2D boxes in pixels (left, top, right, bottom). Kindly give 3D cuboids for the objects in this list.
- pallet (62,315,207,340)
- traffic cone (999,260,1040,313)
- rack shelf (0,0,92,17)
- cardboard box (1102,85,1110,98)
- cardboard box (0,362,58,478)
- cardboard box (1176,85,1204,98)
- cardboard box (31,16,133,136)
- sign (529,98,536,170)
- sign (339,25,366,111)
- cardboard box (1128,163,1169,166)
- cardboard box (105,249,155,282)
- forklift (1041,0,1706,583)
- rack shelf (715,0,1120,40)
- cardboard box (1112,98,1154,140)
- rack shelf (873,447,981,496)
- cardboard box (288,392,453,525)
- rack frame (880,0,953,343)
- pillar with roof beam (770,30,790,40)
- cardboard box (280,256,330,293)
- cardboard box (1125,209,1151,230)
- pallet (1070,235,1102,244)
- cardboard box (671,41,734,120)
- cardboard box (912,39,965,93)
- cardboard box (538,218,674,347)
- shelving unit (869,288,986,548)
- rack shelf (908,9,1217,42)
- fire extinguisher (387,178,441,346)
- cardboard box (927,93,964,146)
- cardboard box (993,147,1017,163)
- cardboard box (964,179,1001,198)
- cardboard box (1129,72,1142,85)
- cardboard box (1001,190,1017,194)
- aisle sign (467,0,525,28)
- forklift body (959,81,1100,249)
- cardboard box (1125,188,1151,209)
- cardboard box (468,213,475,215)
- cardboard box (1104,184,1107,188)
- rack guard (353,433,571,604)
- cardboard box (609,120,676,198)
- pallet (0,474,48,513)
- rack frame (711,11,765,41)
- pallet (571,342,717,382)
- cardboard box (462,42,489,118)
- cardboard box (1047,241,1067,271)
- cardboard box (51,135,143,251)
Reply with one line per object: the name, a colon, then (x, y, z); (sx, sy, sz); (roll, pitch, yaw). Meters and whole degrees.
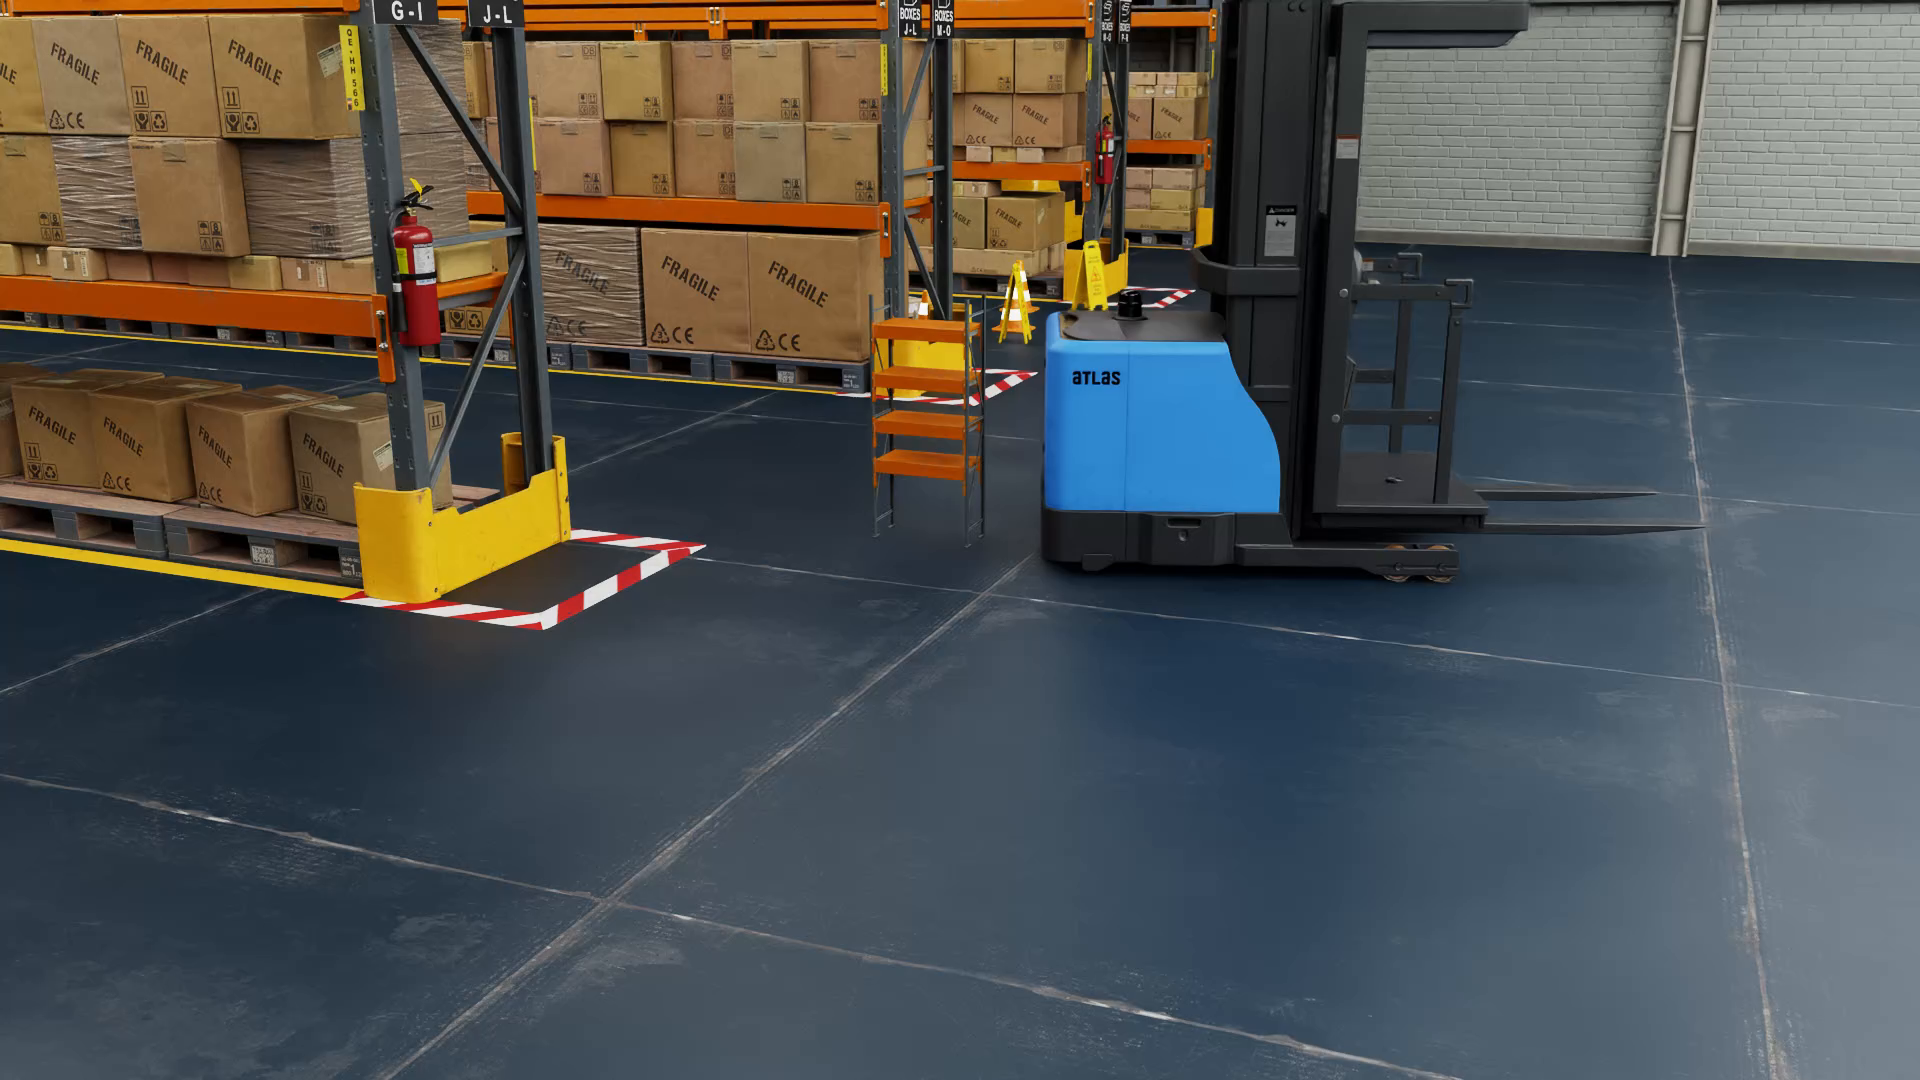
pallet: (-7.027, -1.974, 14.596); (1.213, 0.211, 1.003); (6, 17, 21)
traffic cone: (0.558, -2.381, 15.544); (0.334, 0.463, 0.336); (6, 17, 21)
rack shelf: (-9.593, -4.713, 14.939); (4.000, 0.370, 1.077); (6, 17, 21)
cardboard box: (1.864, -5.604, 20.753); (0.250, 0.149, 0.380); (6, 17, 19)
cardboard box: (-5.033, -0.622, 8.665); (0.500, 0.500, 0.500); (13, 21, 38)
cardboard box: (2.824, -5.500, 20.394); (0.250, 0.149, 0.380); (7, 17, 21)
cardboard box: (-3.739, -2.084, 7.465); (0.500, 0.500, 0.500); (6, 17, 21)
sign: (-2.006, -1.876, 7.702); (0.005, 0.325, 0.100); (6, 17, 21)
sign: (-2.427, -1.885, 6.643); (0.005, 0.325, 0.100); (6, 17, 21)
cardboard box: (2.405, -4.687, 21.323); (0.500, 0.250, 0.500); (6, 17, 21)
cardboard box: (-3.715, -1.298, 7.715); (0.250, 0.149, 0.380); (6, 17, 21)
forklift: (1.909, -1.367, 7.625); (3.031, 2.935, 1.130); (1, 16, 2)
rack shelf: (-0.429, -5.189, 16.578); (4.000, 0.370, 1.077); (6, 17, 21)
cardboard box: (2.216, -5.263, 20.743); (0.500, 0.500, 0.500); (7, 18, 22)
rack shelf: (-0.154, -0.338, 8.139); (0.480, 0.148, 0.258); (6, 17, 21)
cardboard box: (-2.780, -0.389, 7.863); (0.500, 0.500, 0.500); (10, 19, 31)
rack frame: (-0.291, -2.595, 11.733); (0.127, 3.000, 1.000); (6, 17, 21)
pillar with roof beam: (-4.229, -7.860, 19.109); (0.400, 9.000, 9.100); (6, 17, 21)
cardboard box: (-2.778, -1.200, 7.377); (0.250, 0.149, 0.380); (6, 17, 21)
cardboard box: (2.237, -4.078, 21.019); (0.500, 0.250, 0.500); (6, 17, 21)
pallet: (1.391, -4.031, 21.679); (1.213, 0.211, 1.003); (6, 17, 21)
cardboard box: (-1.638, -3.359, 12.157); (0.550, 0.550, 0.875); (6, 17, 21)
cardboard box: (-0.104, -4.635, 16.254); (0.500, 0.500, 0.700); (6, 17, 20)
cardboard box: (-2.613, -2.012, 12.782); (0.875, 0.875, 0.875); (6, 17, 21)
shelving unit: (-0.154, -0.593, 8.065); (0.503, 1.200, 0.258); (6, 17, 21)
rack shelf: (1.389, -6.477, 21.014); (4.000, 0.370, 1.077); (6, 17, 21)
fire extinguisher: (-2.267, -1.151, 6.897); (0.183, 0.674, 0.296); (6, 17, 21)
cardboard box: (-0.103, -4.169, 16.441); (0.500, 0.500, 0.500); (6, 17, 20)
cardboard box: (0.498, -3.781, 16.266); (0.250, 0.149, 0.380); (6, 17, 20)
cardboard box: (0.224, -3.477, 16.440); (0.250, 0.149, 0.380); (7, 18, 22)
cardboard box: (2.140, -5.743, 20.700); (0.250, 0.149, 0.380); (6, 17, 21)
cardboard box: (0.272, -3.340, 17.131); (0.500, 0.500, 0.500); (6, 17, 19)
aisle sign: (-2.037, -2.639, 7.221); (0.004, 0.787, 0.394); (6, 17, 21)
forklift body: (0.816, -4.490, 19.783); (1.214, 2.155, 2.313); (6, 17, 21)
cardboard box: (2.219, -4.321, 20.960); (0.500, 0.250, 0.500); (6, 17, 20)
cardboard box: (-5.489, -3.587, 19.110); (0.625, 0.372, 0.950); (5, 17, 17)
cardboard box: (1.756, -4.605, 21.039); (0.500, 0.250, 0.500); (7, 17, 21)
rack guard: (-2.276, -0.127, 7.713); (0.348, 0.500, 1.175); (6, 17, 21)
cardboard box: (-2.155, -2.877, 12.436); (0.500, 0.550, 0.875); (6, 17, 21)
pallet: (-5.288, -0.330, 8.931); (1.213, 0.211, 1.003); (6, 17, 21)
rack frame: (-2.290, -4.299, 17.600); (0.127, 3.000, 1.000); (6, 17, 21)
pallet: (-2.194, -1.443, 12.765); (1.213, 0.211, 1.003); (6, 17, 21)
cardboard box: (-3.681, -3.548, 12.811); (0.550, 0.550, 0.875); (6, 17, 21)
cardboard box: (0.782, -2.925, 17.047); (0.500, 0.250, 0.500); (6, 17, 20)
cardboard box: (-3.665, -1.656, 7.784); (0.500, 0.500, 0.875); (6, 17, 21)
